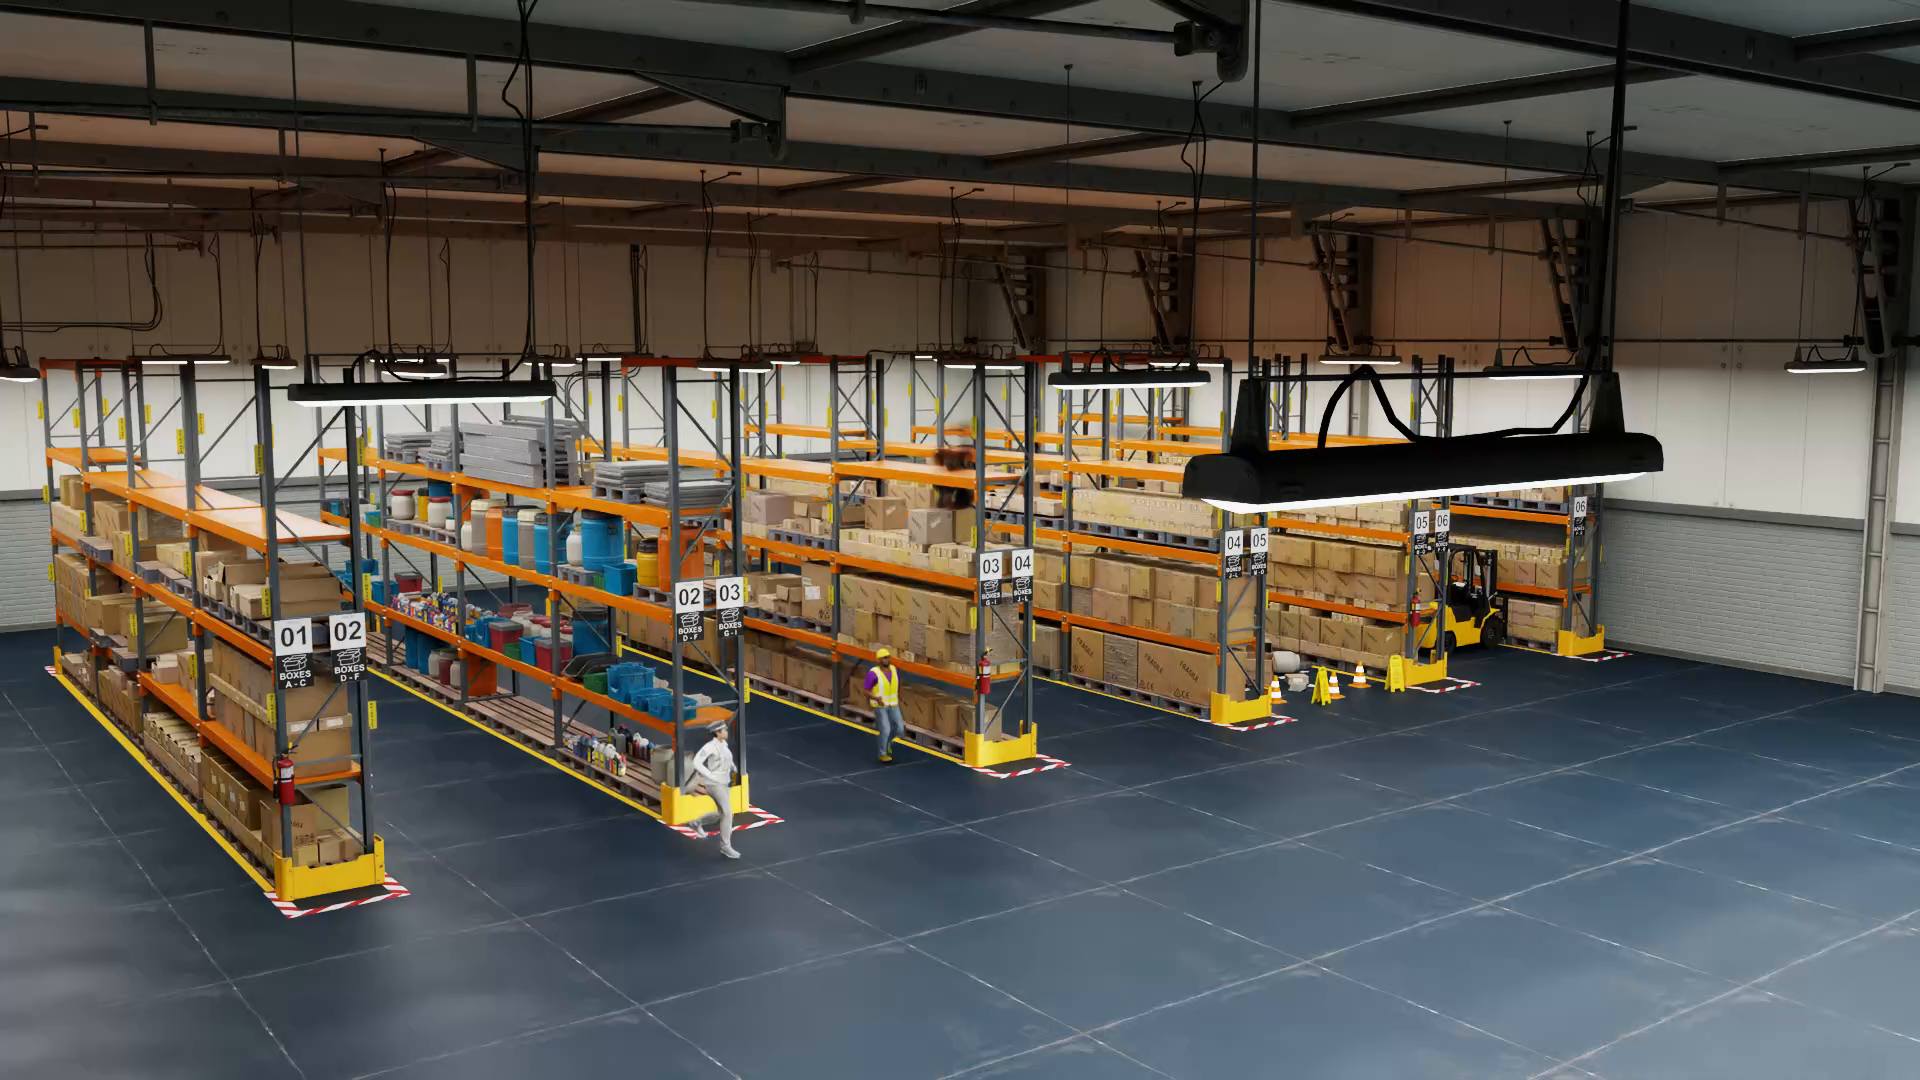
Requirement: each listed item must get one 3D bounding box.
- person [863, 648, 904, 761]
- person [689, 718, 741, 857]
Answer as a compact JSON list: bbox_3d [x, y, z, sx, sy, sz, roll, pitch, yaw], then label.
[{"bbox_3d":[-1.102,2.478,24.956,0.674,1.721,0.569,-5,8,-34],"label":"person"},{"bbox_3d":[-3.030,3.052,20.747,0.827,1.667,0.643,2,7,17],"label":"person"}]
